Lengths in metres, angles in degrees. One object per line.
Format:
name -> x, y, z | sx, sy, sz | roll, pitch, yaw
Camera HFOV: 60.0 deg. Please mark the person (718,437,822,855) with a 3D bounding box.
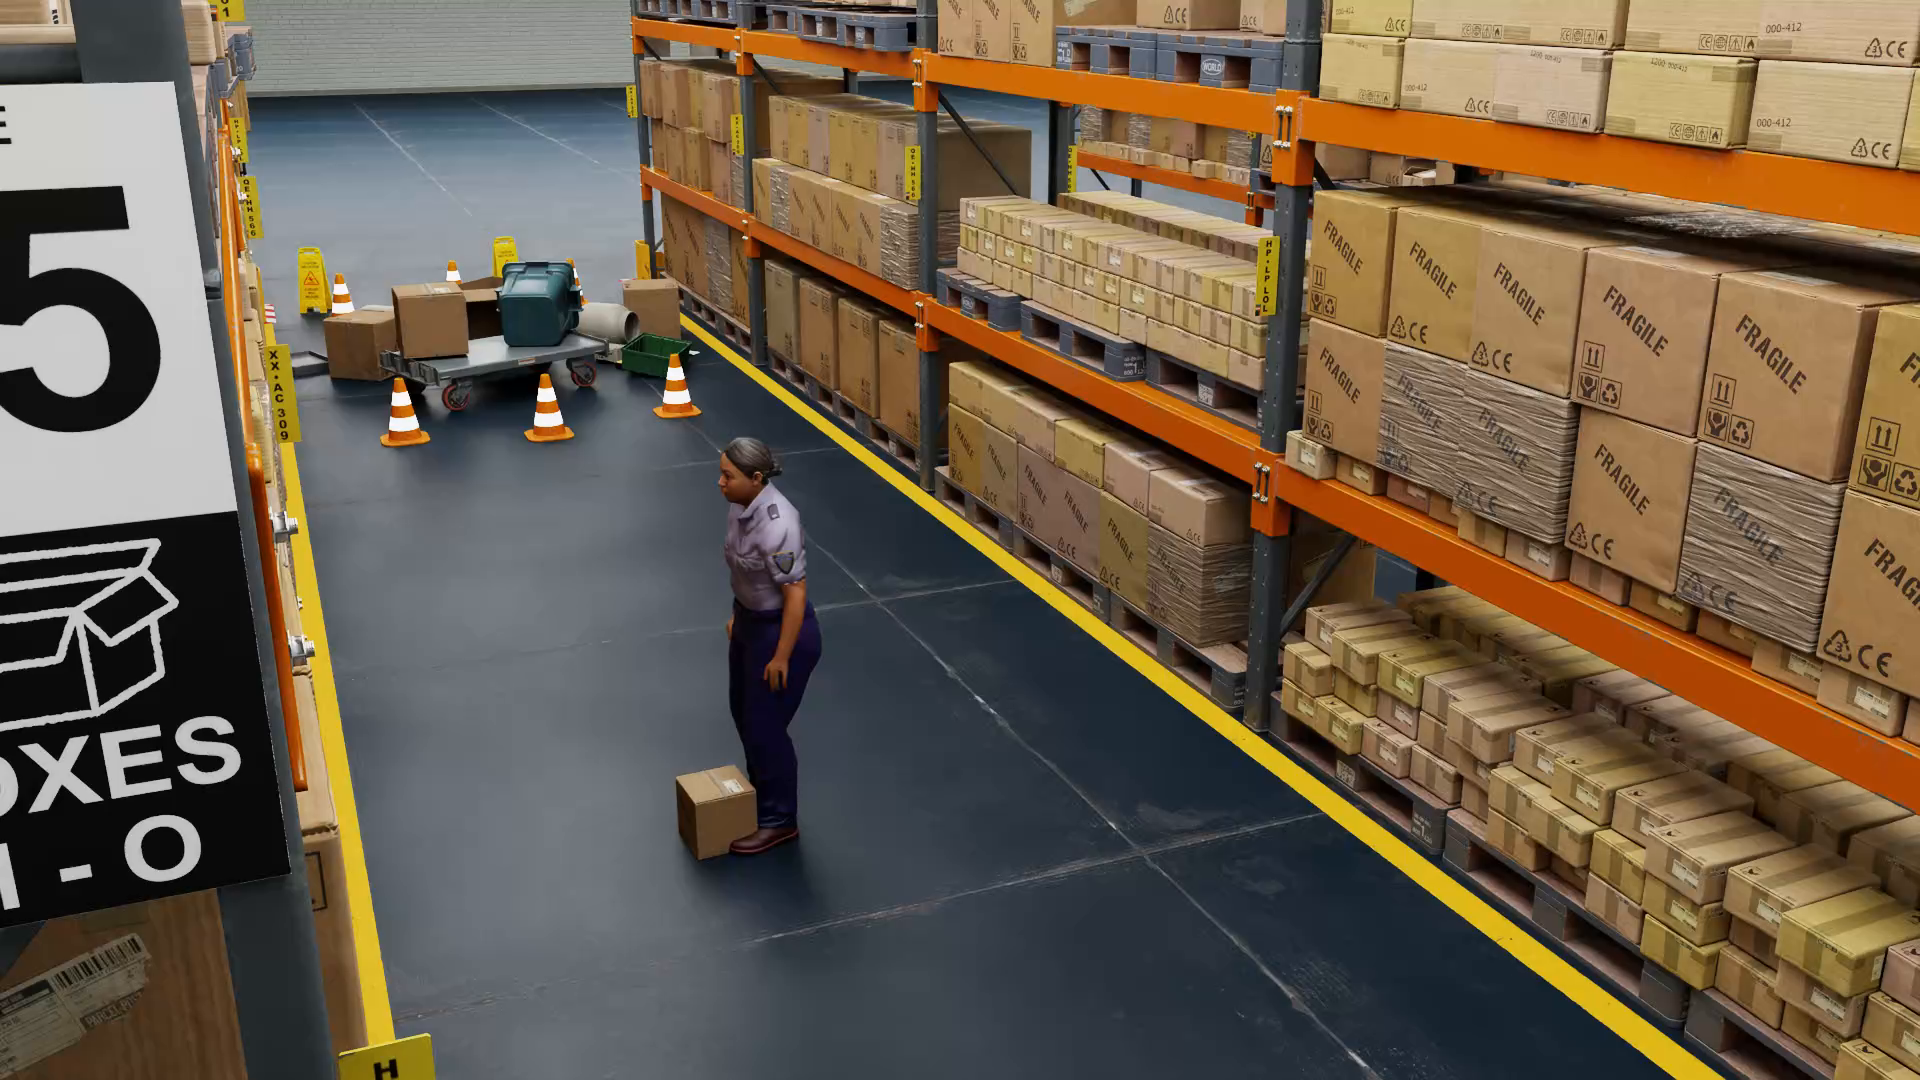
person -> -0.774, 0.386, 6.454 | 0.418, 1.653, 0.562 | -9, 21, -24
